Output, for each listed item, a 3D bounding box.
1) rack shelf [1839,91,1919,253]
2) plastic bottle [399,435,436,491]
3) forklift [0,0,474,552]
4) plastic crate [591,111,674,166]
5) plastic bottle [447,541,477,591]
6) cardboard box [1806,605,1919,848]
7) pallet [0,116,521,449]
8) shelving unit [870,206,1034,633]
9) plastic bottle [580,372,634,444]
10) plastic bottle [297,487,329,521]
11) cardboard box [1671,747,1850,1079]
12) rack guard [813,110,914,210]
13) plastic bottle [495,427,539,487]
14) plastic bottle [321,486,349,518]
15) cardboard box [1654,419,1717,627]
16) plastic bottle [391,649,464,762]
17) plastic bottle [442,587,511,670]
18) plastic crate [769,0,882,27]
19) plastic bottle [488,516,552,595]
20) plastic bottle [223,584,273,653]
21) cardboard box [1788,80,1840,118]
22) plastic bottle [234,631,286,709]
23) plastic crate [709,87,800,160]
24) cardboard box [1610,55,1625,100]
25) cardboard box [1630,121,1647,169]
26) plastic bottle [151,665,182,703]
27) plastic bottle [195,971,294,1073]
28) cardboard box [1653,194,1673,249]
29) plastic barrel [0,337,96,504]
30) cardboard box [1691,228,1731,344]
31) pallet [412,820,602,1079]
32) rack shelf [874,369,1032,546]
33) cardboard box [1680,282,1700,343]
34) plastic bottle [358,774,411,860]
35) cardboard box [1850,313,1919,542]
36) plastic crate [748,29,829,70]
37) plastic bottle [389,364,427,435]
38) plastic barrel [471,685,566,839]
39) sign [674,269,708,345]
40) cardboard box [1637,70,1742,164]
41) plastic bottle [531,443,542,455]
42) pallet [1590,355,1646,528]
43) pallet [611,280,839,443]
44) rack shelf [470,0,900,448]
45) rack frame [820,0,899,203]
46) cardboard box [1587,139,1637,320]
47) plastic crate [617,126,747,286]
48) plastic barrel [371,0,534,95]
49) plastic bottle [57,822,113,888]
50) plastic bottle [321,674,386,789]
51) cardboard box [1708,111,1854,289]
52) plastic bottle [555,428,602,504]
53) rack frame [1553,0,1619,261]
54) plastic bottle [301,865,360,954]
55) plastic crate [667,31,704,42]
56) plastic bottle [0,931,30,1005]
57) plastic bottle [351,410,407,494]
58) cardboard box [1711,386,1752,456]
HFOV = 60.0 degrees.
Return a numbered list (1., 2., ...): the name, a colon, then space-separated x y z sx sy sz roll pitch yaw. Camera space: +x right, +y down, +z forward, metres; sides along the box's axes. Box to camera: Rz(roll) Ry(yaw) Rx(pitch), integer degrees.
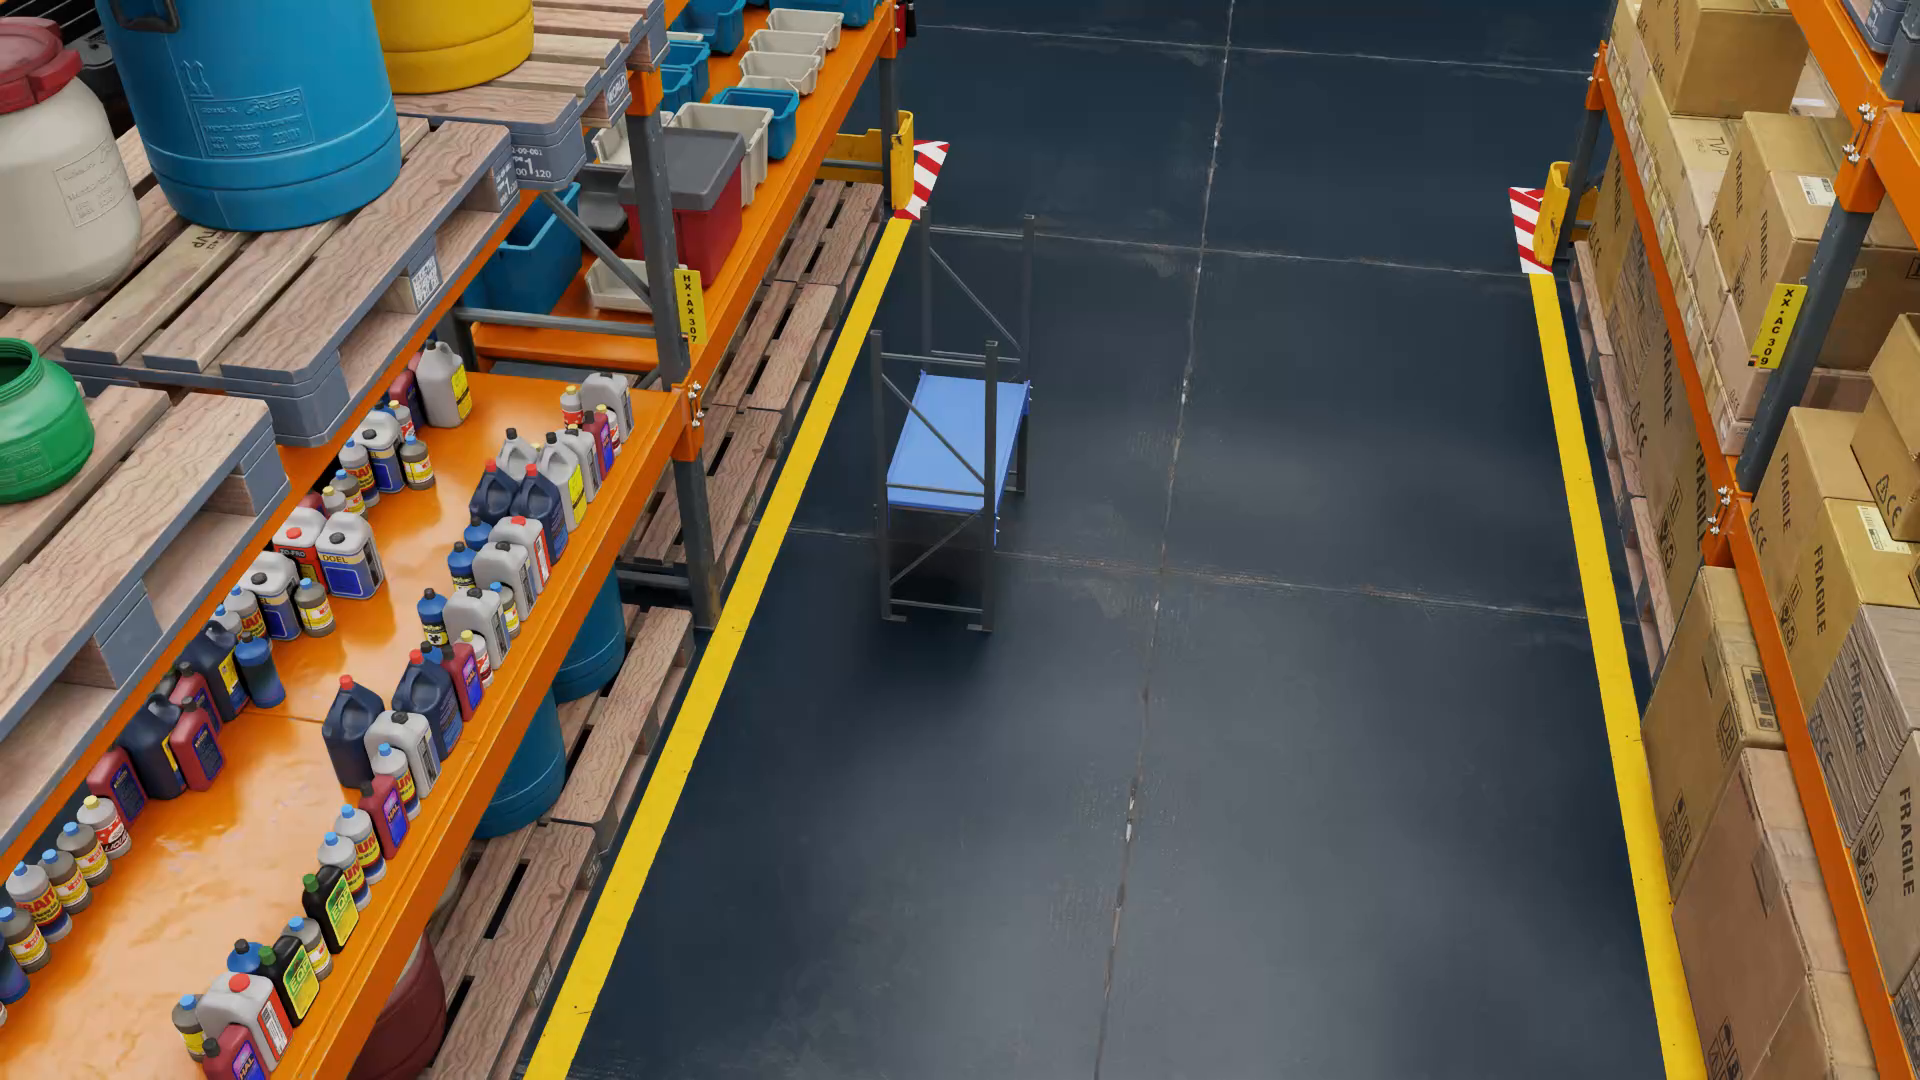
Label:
1. rack shelf: 2.964 0.079 3.607 1.077 0.370 4.000 6 40 8
2. plastic bottle: -1.961 -0.286 5.995 0.097 0.201 0.097 0 40 0
3. forklift: -3.478 -1.284 7.100 1.130 2.935 3.031 11 41 13
4. plastic crate: -1.563 -1.891 7.939 0.293 0.136 0.466 6 40 8
5. plastic bottle: -1.618 0.118 5.452 0.097 0.271 0.097 0 40 0
6. cardboard box: 2.811 0.555 4.743 0.500 0.500 0.500 6 40 7
7. pallet: -1.801 -0.712 4.148 1.003 0.211 1.213 6 40 8
8. shelving unit: -0.015 -0.524 7.304 0.538 1.500 1.048 6 40 8
9. plastic bottle: -1.318 -0.512 6.210 0.152 0.276 0.135 6 40 8
10. plastic bottle: -2.206 -0.058 5.654 0.061 0.283 0.133 6 40 8
11. cardboard box: 3.065 1.325 5.228 1.225 0.875 0.875 5 40 6
12. rack guard: -0.885 -2.407 10.365 1.175 0.500 0.348 6 40 8
13. plastic bottle: -1.547 -0.227 5.806 0.144 0.351 0.185 6 40 8
14. plastic bottle: -2.168 -0.097 5.765 0.097 0.201 0.097 0 40 0
15. cardboard box: 3.503 -0.045 6.886 0.875 0.875 0.875 6 40 8
16. plastic bottle: -1.596 0.480 4.951 0.144 0.351 0.185 6 40 8
17. plastic bottle: -1.532 0.263 5.272 0.152 0.276 0.135 6 40 8
18. plastic crate: -0.750 -3.160 9.239 0.616 0.435 0.499 6 40 8
19. plastic bottle: -1.469 0.033 5.550 0.152 0.276 0.135 6 40 8
20. plastic bottle: -2.271 0.251 5.290 0.097 0.271 0.097 0 40 0
21. cardboard box: 4.003 -1.893 7.667 0.500 0.250 0.500 5 40 6
22. plastic bottle: -2.163 0.389 5.123 0.097 0.271 0.097 0 40 0
23. plastic crate: -0.979 -1.995 7.990 0.416 0.233 0.300 6 40 8
24. cardboard box: 3.573 -2.363 8.548 0.380 0.149 0.250 6 40 7
25. cardboard box: 3.440 -1.879 7.963 0.380 0.149 0.250 6 40 7
26. plastic bottle: -2.358 0.494 4.987 0.061 0.283 0.133 6 40 8
27. plastic bottle: -1.787 1.189 4.152 0.152 0.276 0.135 6 40 8
28. cardboard box: 3.307 -1.394 7.376 0.380 0.149 0.250 7 40 8
29. plastic barrel: -1.851 -0.231 3.210 0.294 0.245 0.294 0 40 0
30. cardboard box: 3.215 -0.985 6.568 0.500 0.250 0.500 8 40 9
31. pallet: -1.952 1.479 5.892 1.003 0.211 1.213 6 40 8
32. rack shelf: -0.015 -0.386 7.419 0.538 0.185 1.000 6 40 8
33. cardboard box: 3.173 -0.912 6.793 0.380 0.149 0.250 7 40 9
34. plastic bottle: -1.622 0.756 4.670 0.061 0.283 0.133 6 40 8
35. cardboard box: 3.207 -0.320 5.015 0.797 0.503 0.637 5 40 7
36. plastic crate: -0.903 -2.563 8.753 0.396 0.136 0.243 6 40 8
37. plastic bottle: -2.075 -0.531 6.227 0.061 0.283 0.133 6 40 8
38. plastic barrel: -1.802 0.588 6.099 0.600 0.901 0.708 6 40 8
39. sign: -1.027 -0.888 6.350 0.100 0.325 0.005 6 40 8
40. cardboard box: 3.479 -1.951 7.737 0.500 0.250 0.500 5 40 6
41. plastic bottle: -1.508 -0.256 5.959 0.097 0.201 0.097 0 40 0
42. pallet: 3.727 -0.459 8.236 1.003 0.211 1.213 6 40 8
43. pallet: -1.271 -1.002 8.893 1.003 0.211 1.213 6 40 8
44. rack shelf: -1.222 -1.821 8.260 1.077 0.370 4.000 6 40 8
45. rack frame: -0.876 -3.354 9.549 1.000 3.000 0.127 6 40 8
46. cardboard box: 3.970 -1.740 8.935 0.875 0.875 0.875 6 40 8
47. plastic crate: -1.167 -1.424 7.117 0.402 0.464 0.583 6 40 8
48. plastic barrel: -1.526 -1.638 4.643 0.600 0.588 0.600 0 40 0
49. plastic bottle: -2.432 0.861 4.607 0.097 0.201 0.097 0 40 0
50. plastic bottle: -1.769 0.548 4.869 0.144 0.351 0.185 6 40 8
51. cardboard box: 3.217 -1.275 6.330 0.500 0.500 0.500 7 40 8
52. plastic bottle: -1.381 -0.283 5.933 0.152 0.276 0.135 6 40 8
53. rack frame: 4.002 -2.807 8.888 1.000 3.000 0.127 6 40 8
54. plastic bottle: -1.679 0.962 4.421 0.061 0.283 0.133 6 40 8
55. plastic crate: -1.498 -2.538 8.723 0.250 0.136 0.298 6 40 8
56. plastic bottle: -2.499 1.078 4.289 0.097 0.271 0.097 0 40 0
57. plastic bottle: -2.087 -0.317 5.974 0.152 0.276 0.135 6 40 8
58. cardboard box: 3.040 -0.428 6.207 0.380 0.149 0.250 7 40 8
